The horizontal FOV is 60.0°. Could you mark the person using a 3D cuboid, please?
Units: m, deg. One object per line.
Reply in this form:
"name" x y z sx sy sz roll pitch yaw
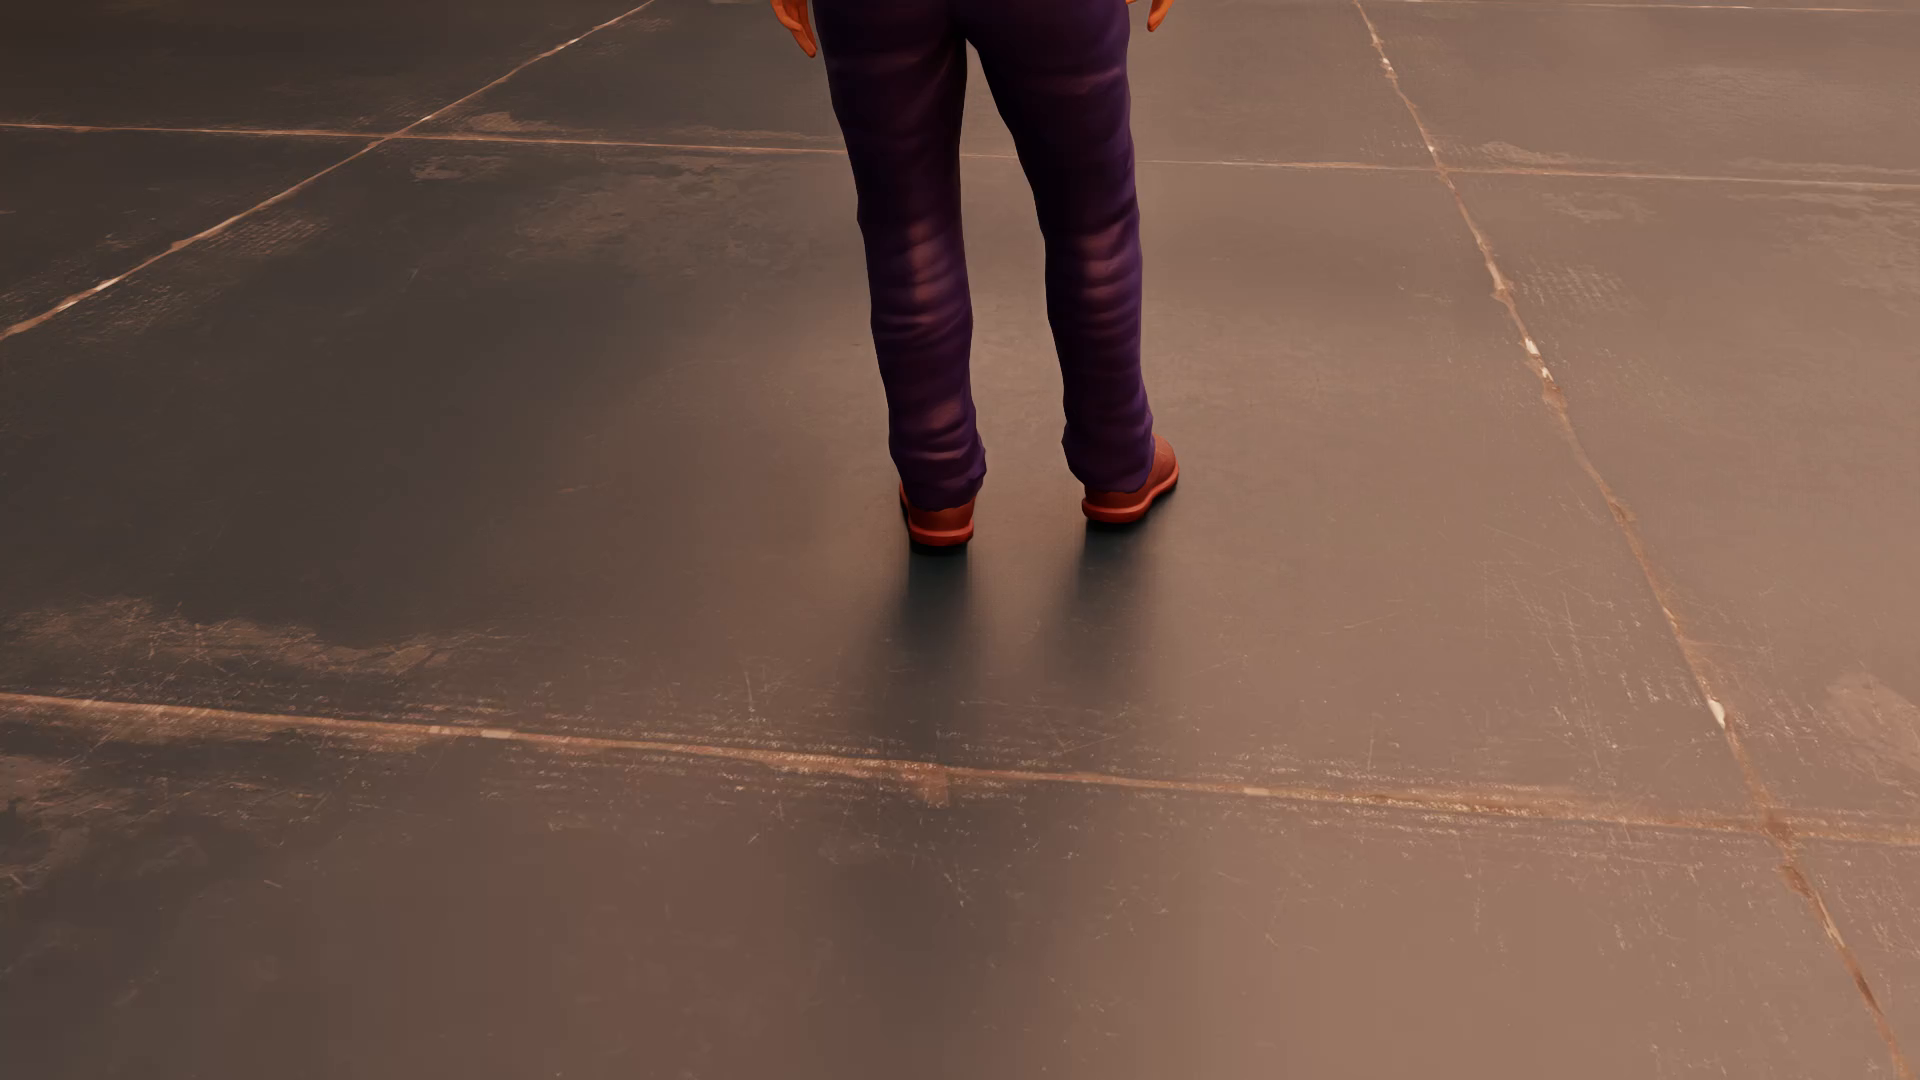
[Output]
"person" 0.035 -0.782 2.206 0.598 1.651 0.502 3 27 7
